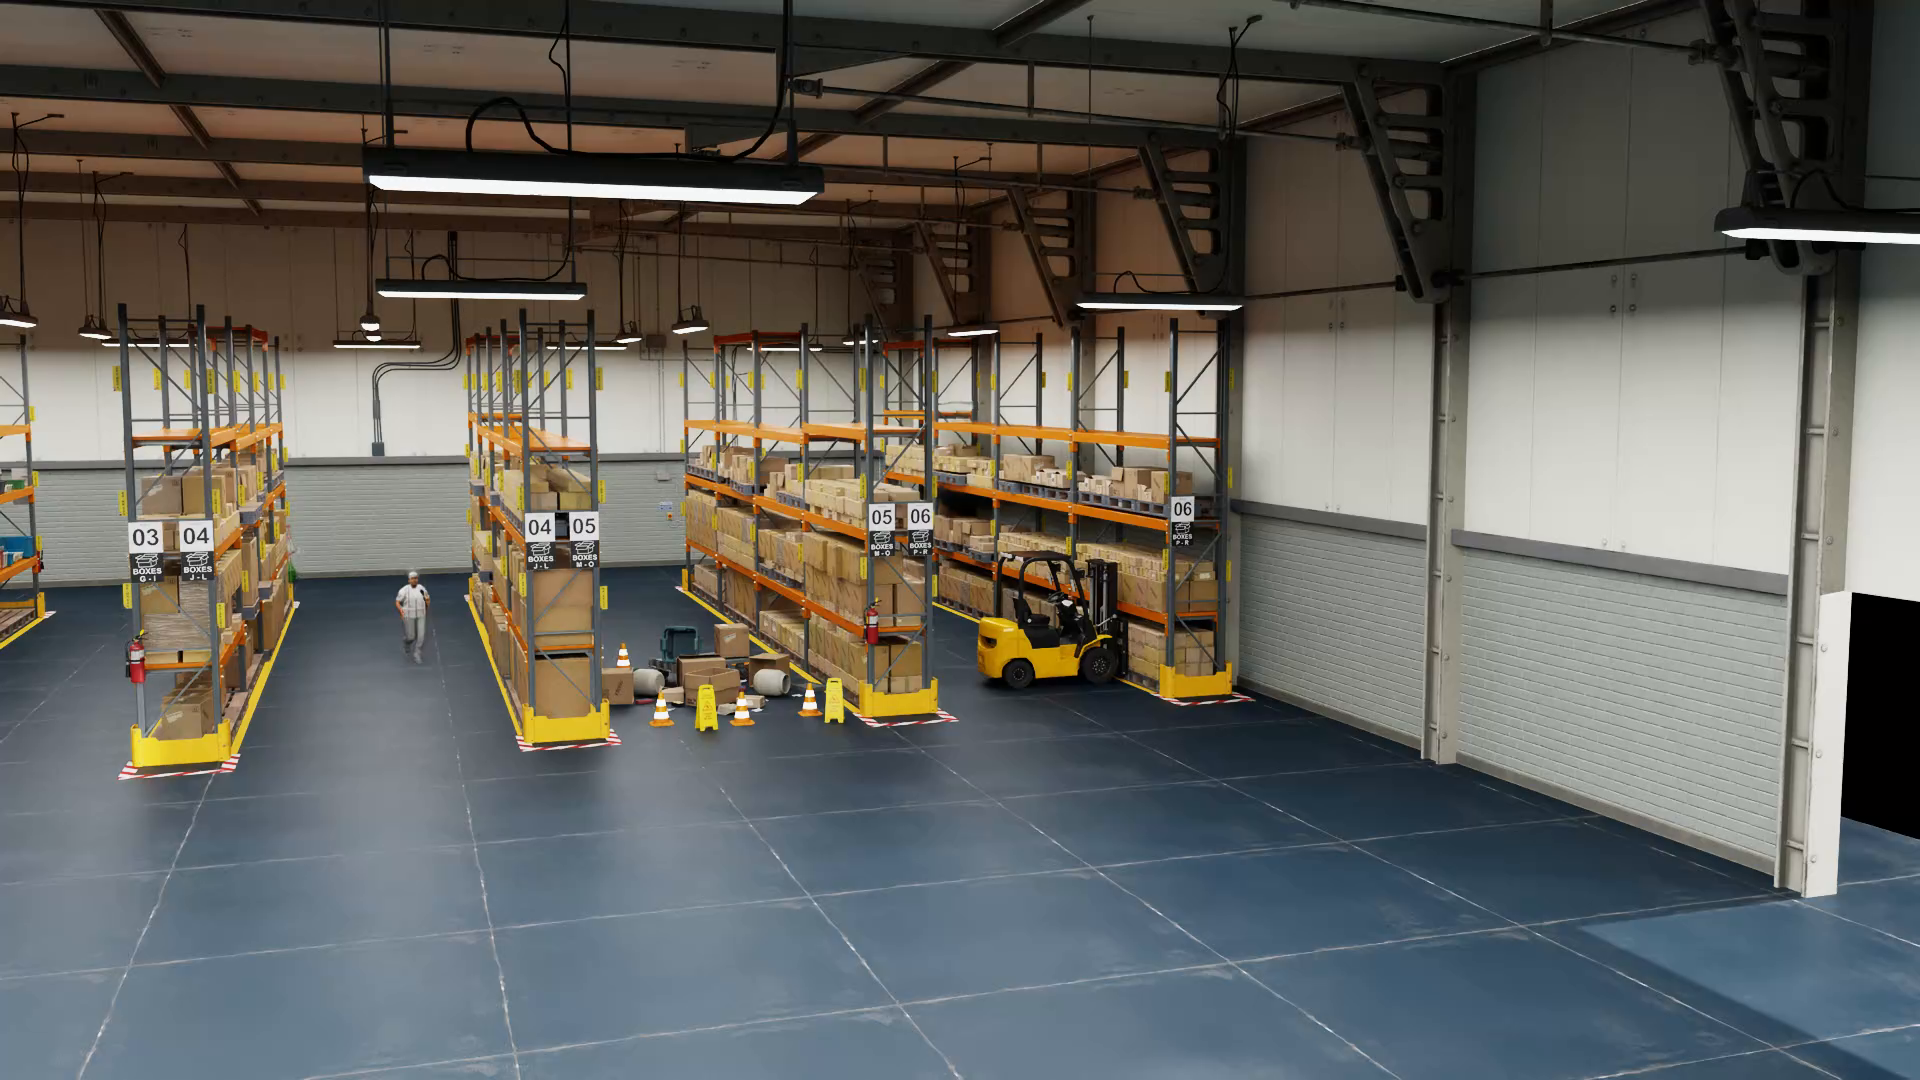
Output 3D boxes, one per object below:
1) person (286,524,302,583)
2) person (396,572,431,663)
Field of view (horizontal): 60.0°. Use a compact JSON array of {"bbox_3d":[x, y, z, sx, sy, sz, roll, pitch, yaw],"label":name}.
[{"bbox_3d":[-15.530,0.490,38.283,0.689,1.739,0.658,0,5,1],"label":"person"},{"bbox_3d":[-9.793,1.378,29.834,0.614,1.630,0.574,-3,6,-30],"label":"person"}]
